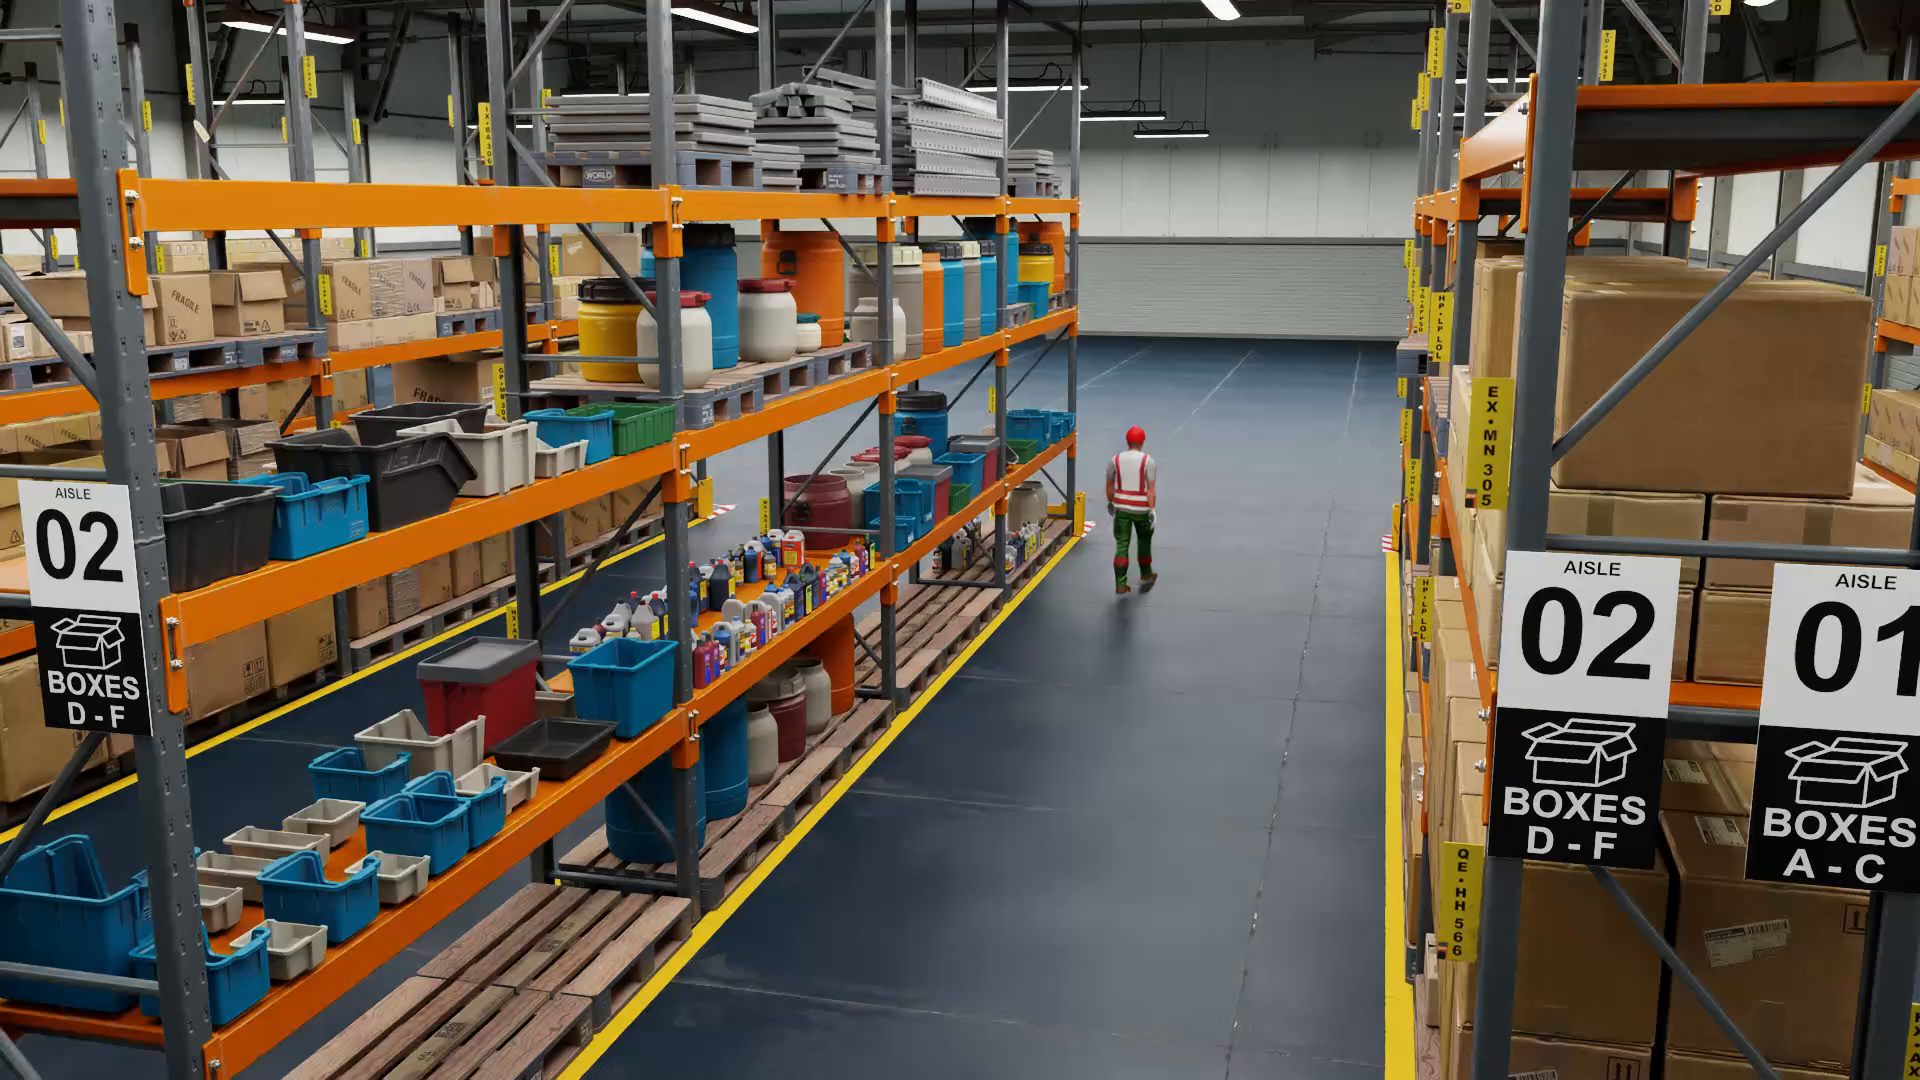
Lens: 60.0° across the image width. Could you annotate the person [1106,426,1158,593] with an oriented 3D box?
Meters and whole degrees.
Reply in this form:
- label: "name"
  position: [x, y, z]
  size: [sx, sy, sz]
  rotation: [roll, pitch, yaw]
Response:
- label: "person"
  position: [1.835, -0.366, 17.624]
  size: [0.590, 1.721, 1.050]
  rotation: [3, 12, 15]
